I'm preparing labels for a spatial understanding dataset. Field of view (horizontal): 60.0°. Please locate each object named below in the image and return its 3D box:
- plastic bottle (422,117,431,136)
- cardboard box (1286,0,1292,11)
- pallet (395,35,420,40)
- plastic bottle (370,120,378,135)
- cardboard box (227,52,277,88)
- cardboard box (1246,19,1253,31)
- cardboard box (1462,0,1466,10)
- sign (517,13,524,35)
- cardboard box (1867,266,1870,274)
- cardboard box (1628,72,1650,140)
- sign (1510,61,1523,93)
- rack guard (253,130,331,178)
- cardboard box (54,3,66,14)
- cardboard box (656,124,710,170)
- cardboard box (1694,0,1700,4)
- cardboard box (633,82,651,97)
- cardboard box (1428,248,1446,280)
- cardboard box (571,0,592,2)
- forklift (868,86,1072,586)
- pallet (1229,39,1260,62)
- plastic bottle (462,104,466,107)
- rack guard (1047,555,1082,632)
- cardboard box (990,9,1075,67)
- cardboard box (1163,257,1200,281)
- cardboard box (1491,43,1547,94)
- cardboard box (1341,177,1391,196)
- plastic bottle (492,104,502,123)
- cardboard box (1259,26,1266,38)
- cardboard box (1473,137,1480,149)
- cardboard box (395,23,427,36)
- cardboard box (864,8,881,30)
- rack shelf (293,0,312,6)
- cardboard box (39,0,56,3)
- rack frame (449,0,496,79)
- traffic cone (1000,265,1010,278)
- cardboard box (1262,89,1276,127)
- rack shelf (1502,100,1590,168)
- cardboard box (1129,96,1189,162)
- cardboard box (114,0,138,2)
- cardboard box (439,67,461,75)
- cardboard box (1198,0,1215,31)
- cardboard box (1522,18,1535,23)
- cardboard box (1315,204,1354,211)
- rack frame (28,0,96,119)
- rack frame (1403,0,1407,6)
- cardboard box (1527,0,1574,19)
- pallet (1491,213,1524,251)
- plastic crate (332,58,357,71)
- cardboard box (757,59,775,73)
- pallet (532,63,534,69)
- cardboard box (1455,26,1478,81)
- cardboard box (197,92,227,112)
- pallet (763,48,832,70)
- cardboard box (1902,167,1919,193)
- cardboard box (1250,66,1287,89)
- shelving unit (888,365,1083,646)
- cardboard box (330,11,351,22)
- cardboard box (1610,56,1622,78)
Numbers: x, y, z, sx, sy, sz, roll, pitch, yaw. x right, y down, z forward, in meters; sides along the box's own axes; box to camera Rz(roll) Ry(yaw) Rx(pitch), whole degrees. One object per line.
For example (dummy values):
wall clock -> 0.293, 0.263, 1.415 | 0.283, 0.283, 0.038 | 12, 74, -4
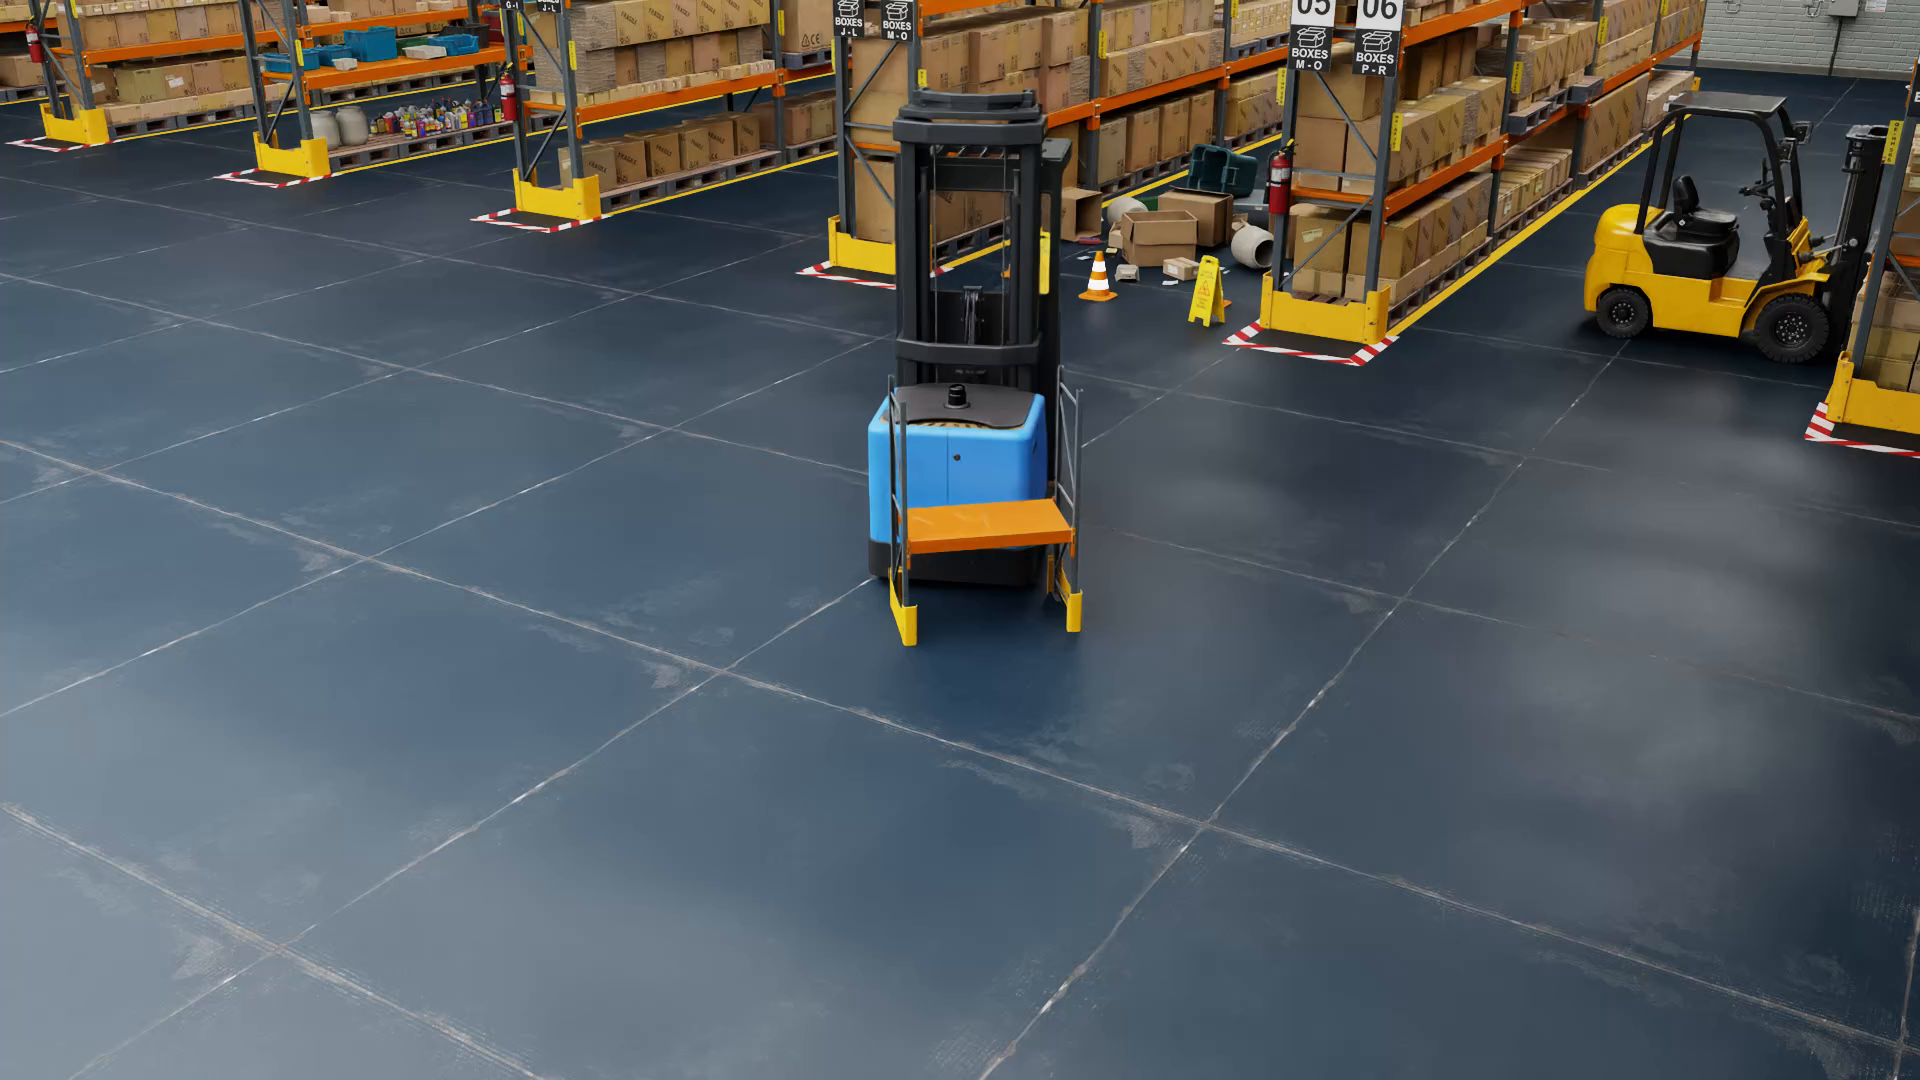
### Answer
plastic bottle -> -7.821, -6.062, 24.357 | 0.097, 0.271, 0.097 | 0, 23, 0
cardboard box -> 4.879, -8.214, 25.487 | 0.380, 0.149, 0.250 | 13, 27, 27
pallet -> -12.296, -10.607, 35.485 | 1.003, 0.211, 1.213 | 14, 27, 29
plastic bottle -> -8.627, -6.079, 24.485 | 0.097, 0.201, 0.097 | 0, 23, 0
cardboard box -> -11.652, -7.745, 27.354 | 0.500, 0.500, 0.500 | 14, 27, 29
cardboard box -> 4.070, -7.556, 24.341 | 0.380, 0.149, 0.250 | 13, 27, 27
cardboard box -> 4.637, -5.174, 15.968 | 0.380, 0.149, 0.250 | 13, 27, 28
sign -> -6.652, -7.808, 25.161 | 0.100, 0.325, 0.005 | 14, 27, 29
cardboard box -> 8.123, -2.252, 14.351 | 0.500, 0.250, 0.500 | 14, 27, 30
cardboard box -> 9.475, -6.377, 24.350 | 0.875, 0.875, 0.875 | 15, 27, 31
sign -> 5.979, -4.971, 17.868 | 0.100, 0.325, 0.005 | 14, 27, 29
rack guard -> -9.223, -5.338, 22.951 | 1.175, 0.500, 0.348 | 14, 27, 29
cardboard box -> -13.390, -8.001, 25.015 | 0.380, 0.149, 0.250 | 13, 27, 28
cardboard box -> -3.707, -5.260, 22.242 | 0.500, 0.500, 0.500 | 11, 26, 24
cardboard box -> 11.541, -8.845, 26.521 | 0.500, 0.500, 0.500 | 14, 27, 29
cardboard box -> -4.118, -5.676, 20.901 | 0.380, 0.149, 0.250 | 14, 27, 29
cardboard box -> 4.617, -2.838, 16.961 | 0.500, 0.250, 0.500 | 16, 28, 32
cardboard box -> -4.676, -6.460, 20.638 | 0.500, 0.500, 0.500 | 14, 27, 29
forklift -> 0.155, -1.613, 11.288 | 1.130, 2.935, 3.031 | 4, 24, 8
pallet -> 3.650, -7.213, 24.378 | 1.213, 0.211, 1.003 | 14, 27, 29
plastic bottle -> -7.707, -6.667, 25.844 | 0.097, 0.201, 0.097 | 0, 23, 0
rack guard -> 0.638, 0.323, 10.190 | 0.087, 0.250, 0.587 | -4, 24, -10
cardboard box -> 0.840, -5.925, 19.613 | 0.875, 0.550, 0.550 | 14, 27, 29
cardboard box -> 2.379, -2.892, 17.743 | 0.250, 0.149, 0.380 | -12, 26, -26
cardboard box -> 6.268, -5.327, 18.751 | 0.500, 0.500, 0.500 | 14, 27, 29
cardboard box -> 3.759, -3.291, 15.392 | 0.380, 0.149, 0.250 | 14, 27, 29
plastic bottle -> -7.087, -6.523, 25.409 | 0.061, 0.283, 0.133 | 15, 28, 32
cardboard box -> 4.336, -7.588, 24.789 | 0.380, 0.149, 0.250 | 15, 28, 31
cardboard box -> 5.273, -4.240, 17.585 | 0.380, 0.149, 0.250 | 14, 27, 29
cardboard box -> -12.009, -11.235, 35.604 | 0.750, 0.750, 0.750 | 15, 27, 31
cardboard box -> -1.256, -7.950, 25.185 | 0.700, 0.500, 0.500 | 19, 30, 37
rack shelf -> -14.475, -10.221, 31.989 | 1.077, 0.370, 4.000 | 14, 27, 29
cardboard box -> -16.050, -9.598, 28.866 | 0.500, 0.500, 0.500 | 13, 27, 27
rack frame -> -9.210, -10.189, 31.010 | 1.000, 3.000, 0.127 | 14, 27, 29
traffic cone -> 0.632, -3.056, 17.726 | 0.336, 0.463, 0.334 | 14, 27, 29
cardboard box -> 4.484, -6.614, 25.370 | 0.500, 0.500, 0.500 | 13, 27, 28
rack shelf -> 6.569, -5.030, 19.998 | 1.077, 0.370, 4.000 | 14, 27, 29
cardboard box -> 2.509, -5.716, 22.981 | 1.050, 0.750, 0.750 | 14, 27, 30
cardboard box -> -12.872, -8.481, 25.307 | 0.700, 0.500, 0.500 | 13, 27, 28
cardboard box -> -9.549, -8.716, 30.541 | 0.500, 0.250, 0.500 | 14, 27, 28
cardboard box -> 3.120, -7.393, 23.169 | 0.700, 0.500, 0.500 | 14, 27, 29
cardboard box -> 7.190, -6.307, 21.014 | 0.500, 0.500, 0.500 | 13, 27, 27
cardboard box -> 3.741, -3.371, 16.432 | 0.380, 0.149, 0.250 | 15, 27, 30
rack frame -> -13.429, -7.489, 24.773 | 1.000, 3.000, 0.127 | 14, 27, 29
rack frame -> 3.404, -6.088, 13.986 | 1.000, 3.000, 0.127 | 14, 27, 29
cardboard box -> 7.674, -6.769, 21.726 | 0.500, 0.500, 0.500 | 13, 27, 28
pallet -> 5.923, -3.668, 19.458 | 1.003, 0.211, 1.213 | 14, 27, 29
plastic crate -> -8.478, -6.563, 22.967 | 0.298, 0.136, 0.250 | 14, 27, 29
cardboard box -> -2.769, -6.512, 22.833 | 0.380, 0.149, 0.250 | 14, 27, 29
pallet -> -8.139, -9.563, 33.076 | 1.003, 0.211, 1.213 | 14, 27, 29
cardboard box -> 5.097, -5.223, 17.781 | 0.700, 0.500, 0.500 | 14, 27, 28
cardboard box -> -12.165, -7.060, 26.715 | 0.500, 0.250, 0.500 | 14, 27, 29
pallet -> -2.379, -6.901, 23.657 | 1.003, 0.211, 1.213 | 14, 27, 29
cardboard box -> 7.567, -2.815, 13.035 | 0.380, 0.149, 0.250 | 14, 27, 30
cardboard box -> 4.748, -7.122, 25.599 | 0.500, 0.250, 0.500 | 13, 26, 27
shelving unit -> 4.068, -3.207, 16.393 | 11.382, 1.800, 13.309 | -4, 24, -10
cardboard box -> -10.678, -8.980, 28.534 | 0.380, 0.149, 0.250 | 14, 27, 29
cardboard box -> 8.633, -6.431, 22.519 | 0.500, 0.250, 0.500 | 15, 28, 31
